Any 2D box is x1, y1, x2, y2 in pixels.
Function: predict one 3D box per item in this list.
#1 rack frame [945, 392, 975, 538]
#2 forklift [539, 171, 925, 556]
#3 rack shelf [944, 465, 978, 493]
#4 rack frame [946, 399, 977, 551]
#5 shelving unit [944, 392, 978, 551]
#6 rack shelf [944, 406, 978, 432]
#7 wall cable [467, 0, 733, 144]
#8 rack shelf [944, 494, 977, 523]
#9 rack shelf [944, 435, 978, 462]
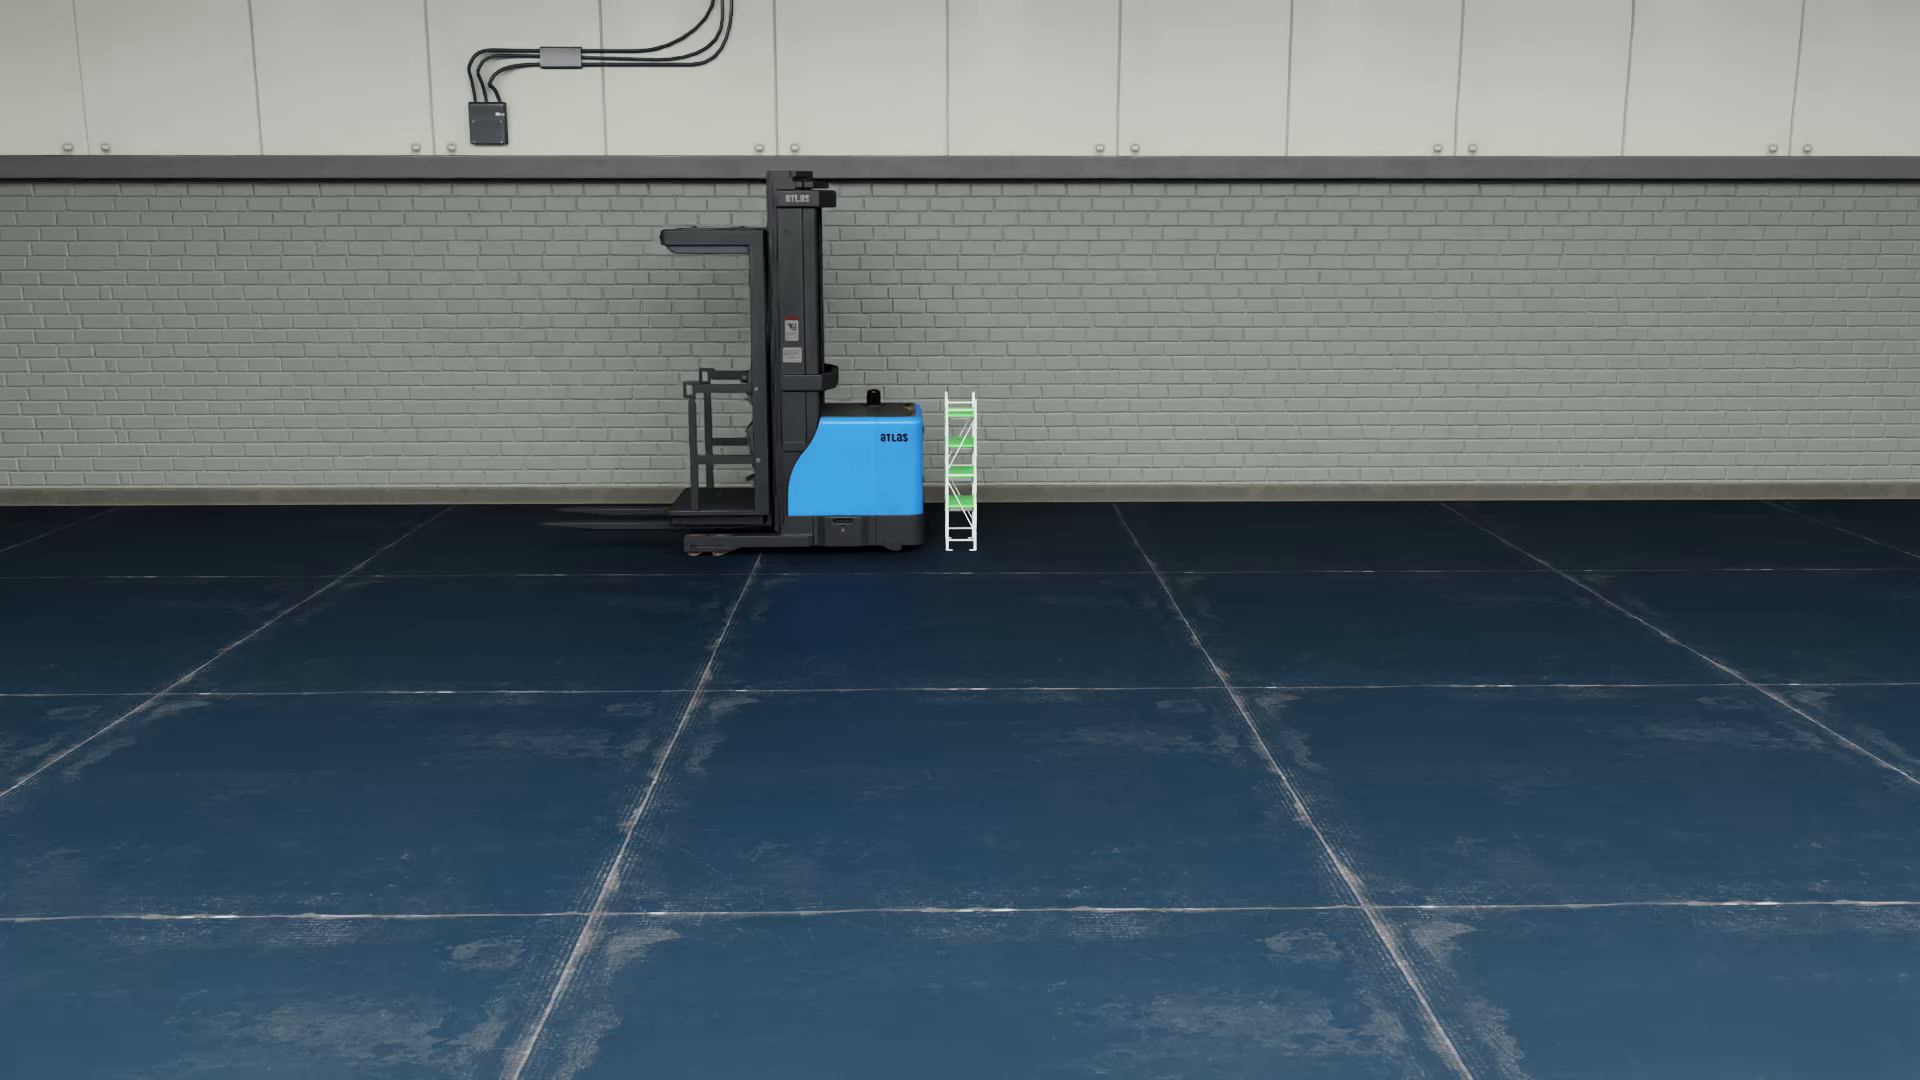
[{"bbox_3d":[-0.002,-0.604,13.517,0.240,1.200,0.015,0,11,-1],"label":"rack frame"},{"bbox_3d":[-1.805,-1.419,13.183,3.031,2.935,1.130,0,11,-2],"label":"forklift"},{"bbox_3d":[0.003,-0.492,13.290,0.258,0.148,0.480,0,11,-1],"label":"rack shelf"},{"bbox_3d":[0.008,-0.507,13.039,0.240,1.200,0.015,0,11,-1],"label":"rack frame"},{"bbox_3d":[0.003,-0.555,13.278,0.258,1.200,0.503,0,11,-1],"label":"shelving unit"},{"bbox_3d":[0.003,-0.963,13.195,0.258,0.148,0.480,0,11,-1],"label":"rack shelf"},{"bbox_3d":[-3.105,-6.400,13.918,2.305,6.003,0.169,0,11,-1],"label":"wall cable"},{"bbox_3d":[0.003,-0.257,13.338,0.258,0.148,0.480,0,11,-1],"label":"rack shelf"},{"bbox_3d":[0.003,-0.728,13.243,0.258,0.148,0.480,0,11,-1],"label":"rack shelf"}]
